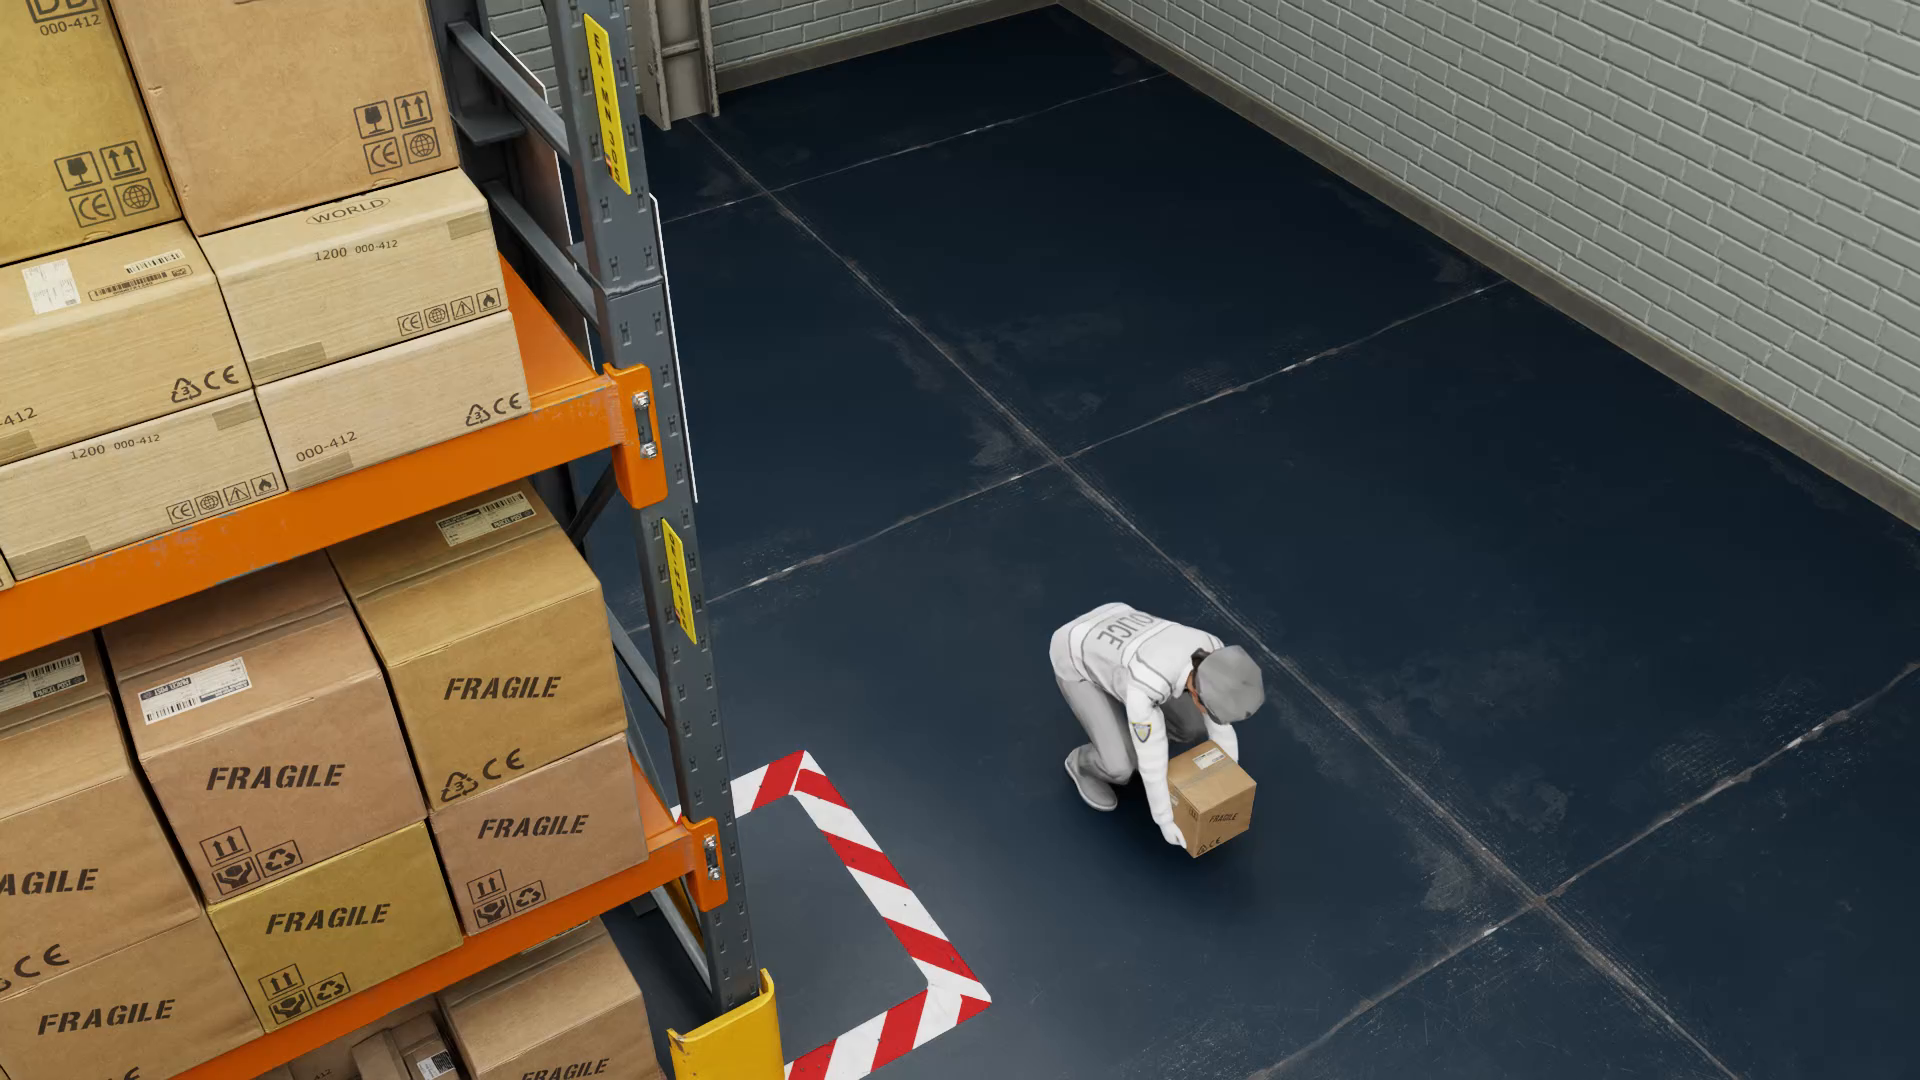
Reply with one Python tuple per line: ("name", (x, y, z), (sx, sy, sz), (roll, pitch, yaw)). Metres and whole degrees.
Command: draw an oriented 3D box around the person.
("person", (0.686, 0.614, 5.981), (0.458, 0.980, 0.876), (-24, 46, -25))
